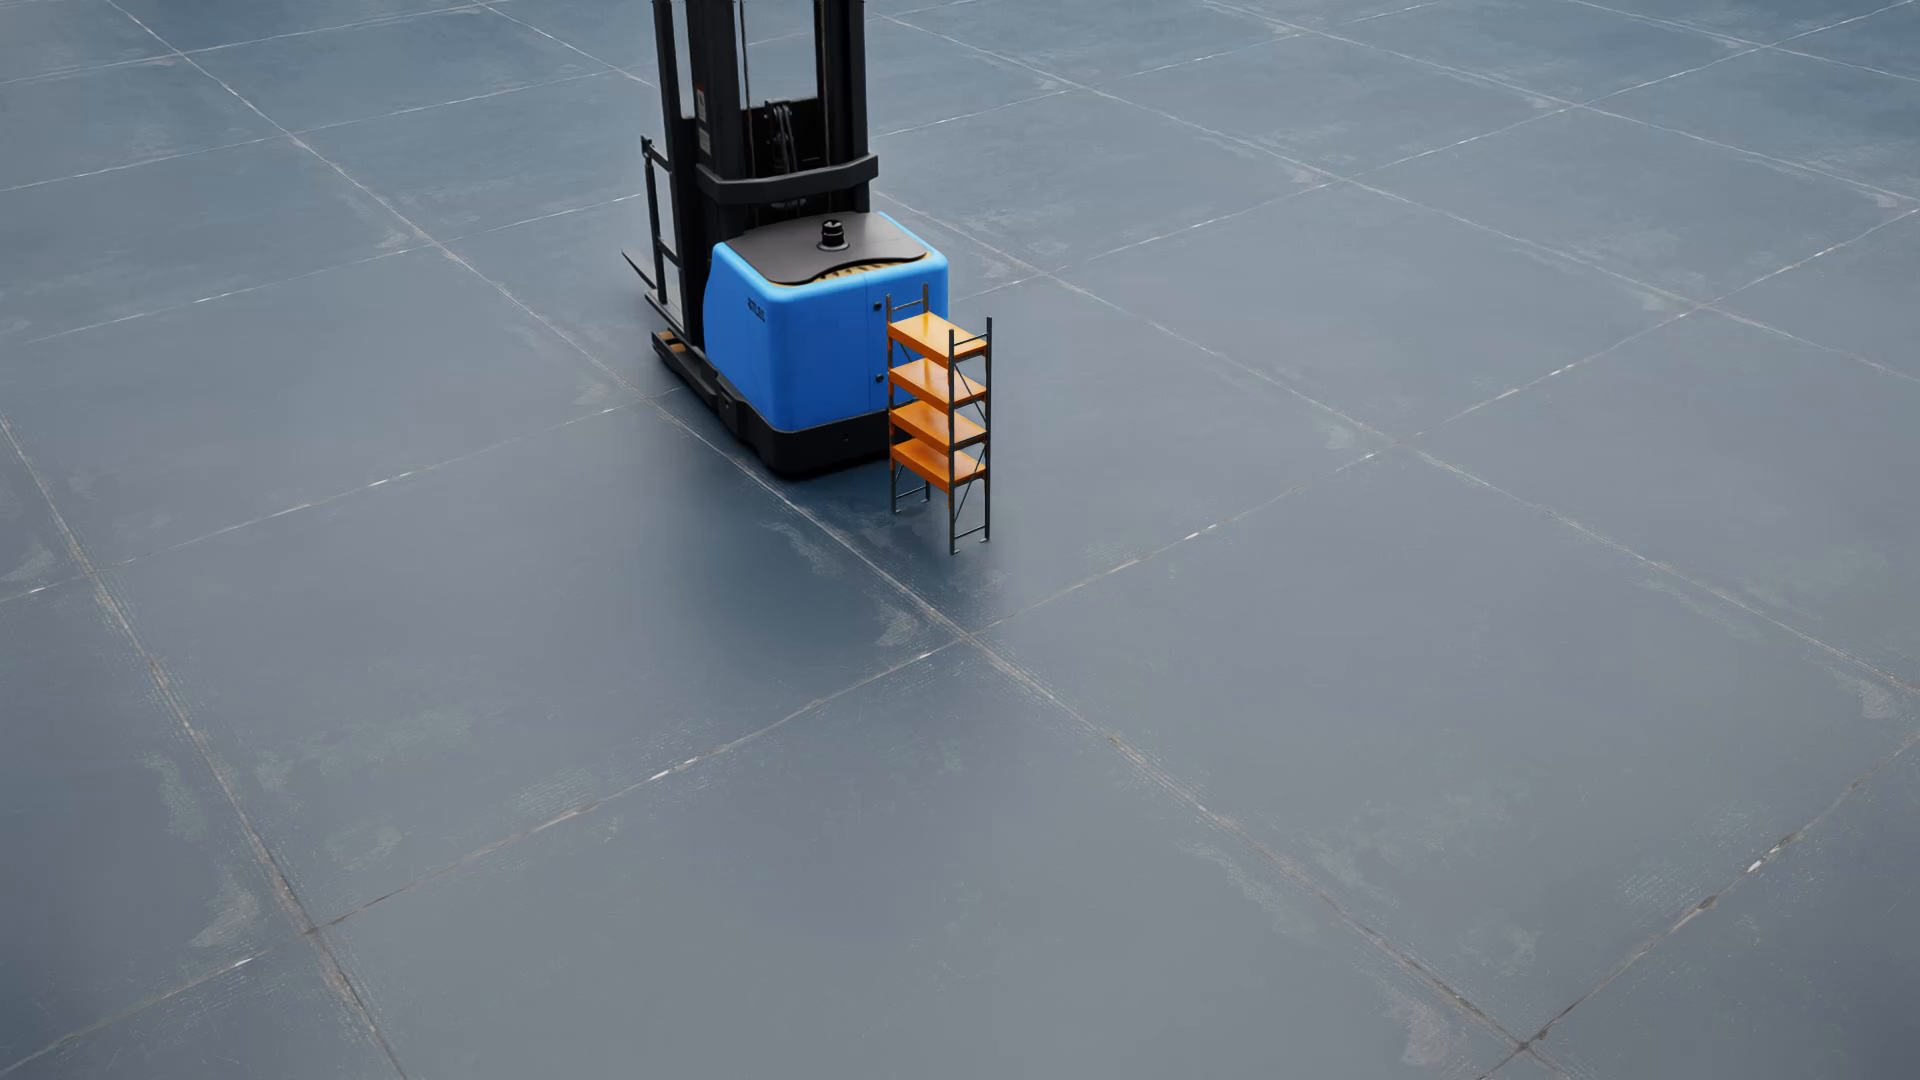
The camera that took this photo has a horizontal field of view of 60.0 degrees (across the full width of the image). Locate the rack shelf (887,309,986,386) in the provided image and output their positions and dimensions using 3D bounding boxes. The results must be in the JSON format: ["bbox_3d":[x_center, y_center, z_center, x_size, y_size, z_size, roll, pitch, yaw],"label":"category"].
[{"bbox_3d":[-0.101,-0.913,7.837,0.258,0.148,0.480,-22,38,-31],"label":"rack shelf"}]

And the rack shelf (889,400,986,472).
[{"bbox_3d":[-0.102,-0.522,8.080,0.258,0.148,0.480,-22,38,-31],"label":"rack shelf"}]

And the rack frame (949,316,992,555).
[{"bbox_3d":[0.048,-0.477,7.881,0.240,1.200,0.015,-22,38,-31],"label":"rack frame"}]

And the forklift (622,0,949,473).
[{"bbox_3d":[-1.194,-2.347,9.251,1.130,2.935,3.031,-16,35,-24],"label":"forklift"}]

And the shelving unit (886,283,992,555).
[{"bbox_3d":[-0.102,-0.579,8.045,0.258,1.200,0.503,-22,38,-31],"label":"shelving unit"}]

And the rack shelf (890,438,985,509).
[{"bbox_3d":[-0.102,-0.353,8.185,0.258,0.148,0.480,-22,38,-31],"label":"rack shelf"}]

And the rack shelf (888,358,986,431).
[{"bbox_3d":[-0.102,-0.712,7.962,0.258,0.148,0.480,-22,38,-31],"label":"rack shelf"}]

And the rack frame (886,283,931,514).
[{"bbox_3d":[-0.251,-0.680,8.208,0.240,1.200,0.015,-22,38,-31],"label":"rack frame"}]
